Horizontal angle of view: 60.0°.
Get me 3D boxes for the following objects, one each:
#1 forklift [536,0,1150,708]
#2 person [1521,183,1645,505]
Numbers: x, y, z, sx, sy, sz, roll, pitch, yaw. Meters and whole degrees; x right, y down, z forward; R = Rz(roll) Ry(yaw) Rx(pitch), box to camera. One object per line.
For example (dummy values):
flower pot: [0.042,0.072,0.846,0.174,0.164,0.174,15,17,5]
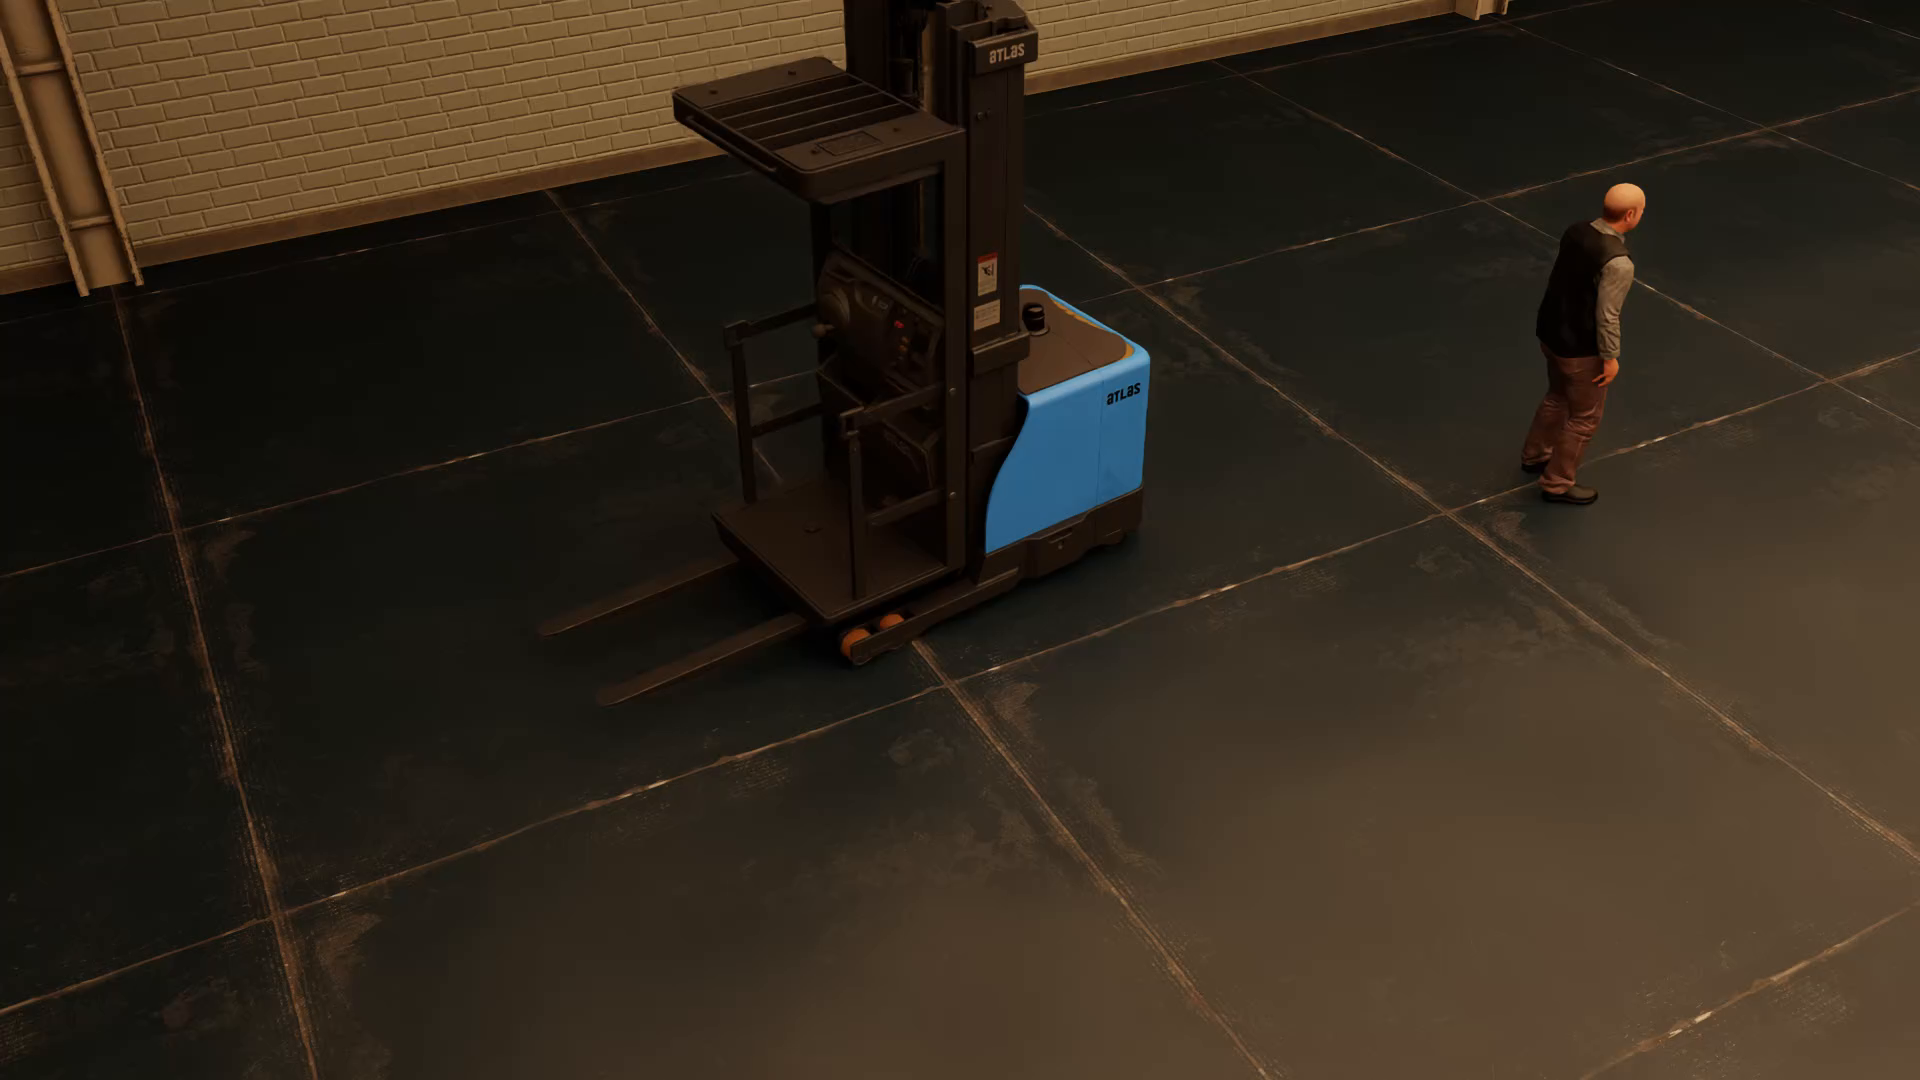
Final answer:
forklift: [-0.543,-0.958,7.479,3.031,2.935,1.130,-23,41,-29]
person: [3.213,-1.024,8.625,0.433,1.721,0.583,-6,36,-8]
